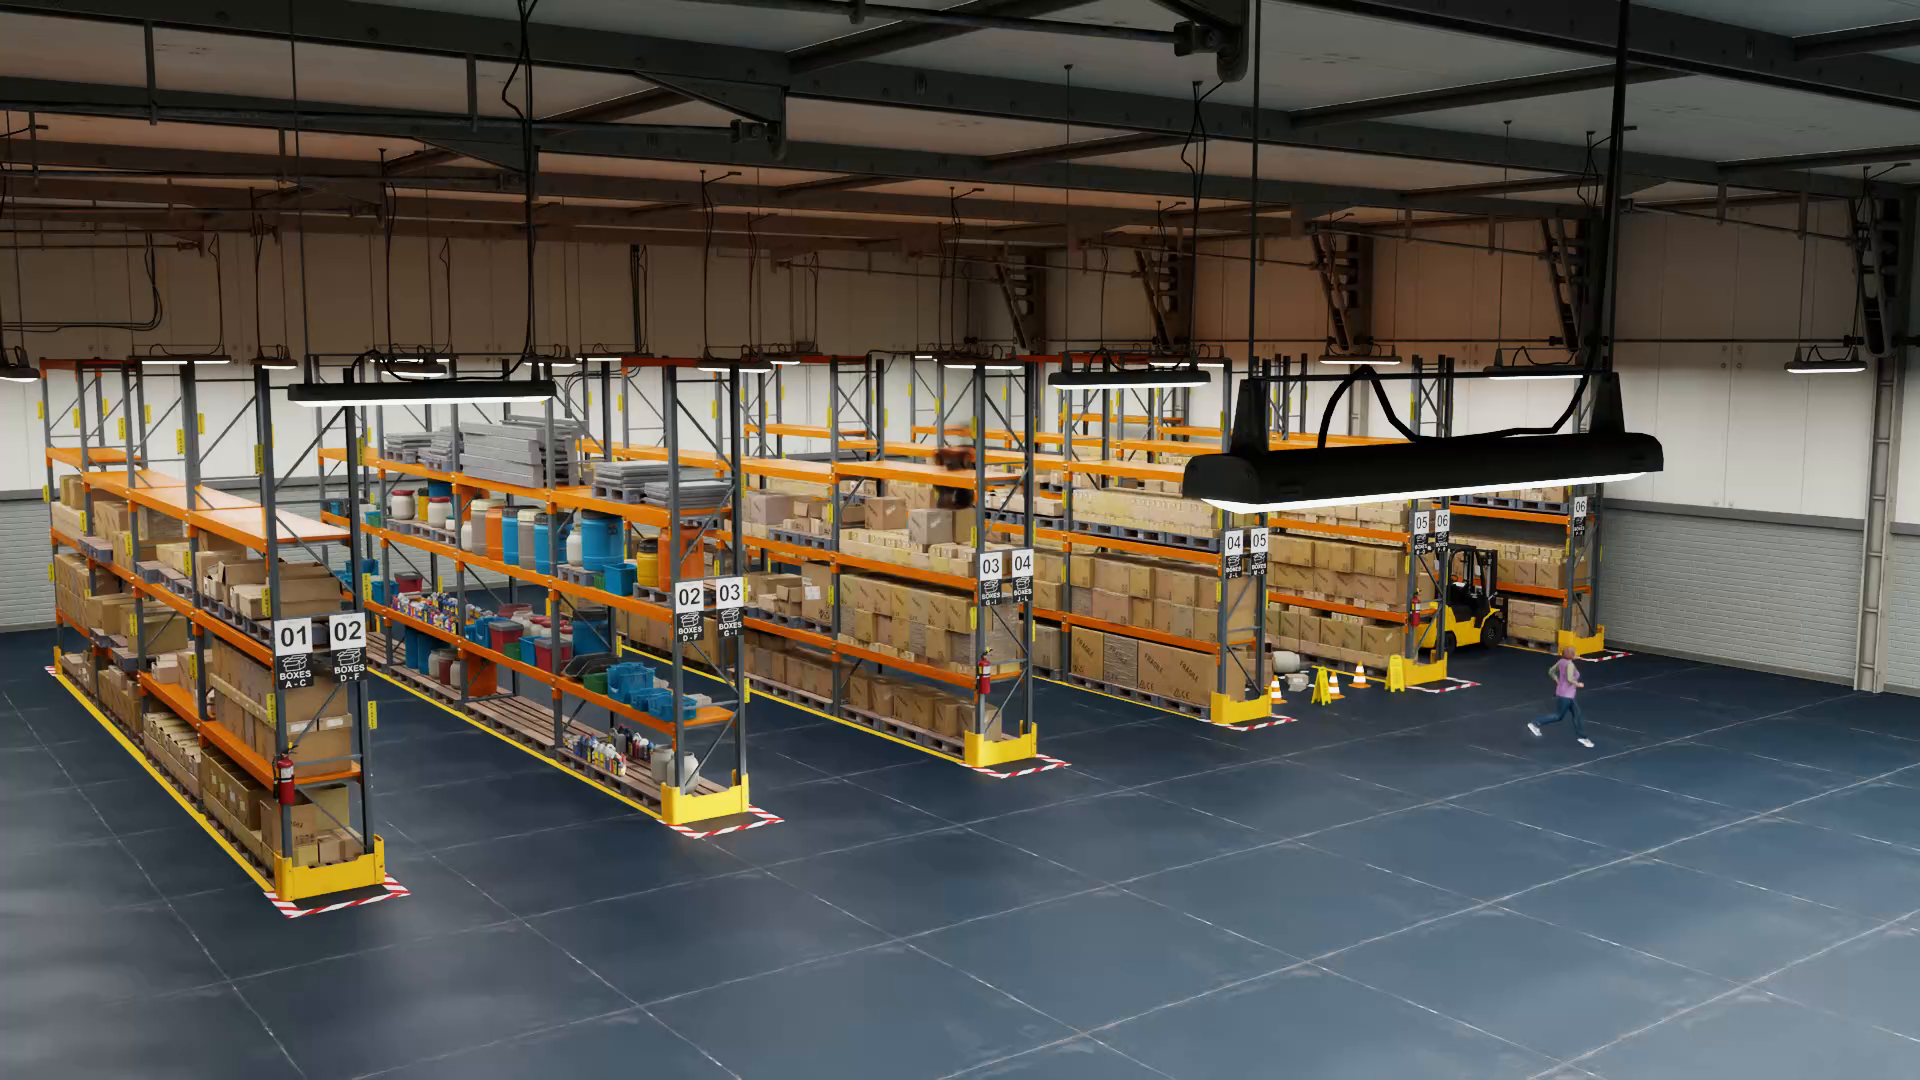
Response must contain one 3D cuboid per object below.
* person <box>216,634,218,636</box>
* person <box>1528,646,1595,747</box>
[{"bbox_3d":[-13.876,1.639,31.487,0.934,1.807,0.659,6,9,42],"label":"person"},{"bbox_3d":[9.395,2.446,25.899,1.035,1.598,0.510,1,7,10],"label":"person"}]
